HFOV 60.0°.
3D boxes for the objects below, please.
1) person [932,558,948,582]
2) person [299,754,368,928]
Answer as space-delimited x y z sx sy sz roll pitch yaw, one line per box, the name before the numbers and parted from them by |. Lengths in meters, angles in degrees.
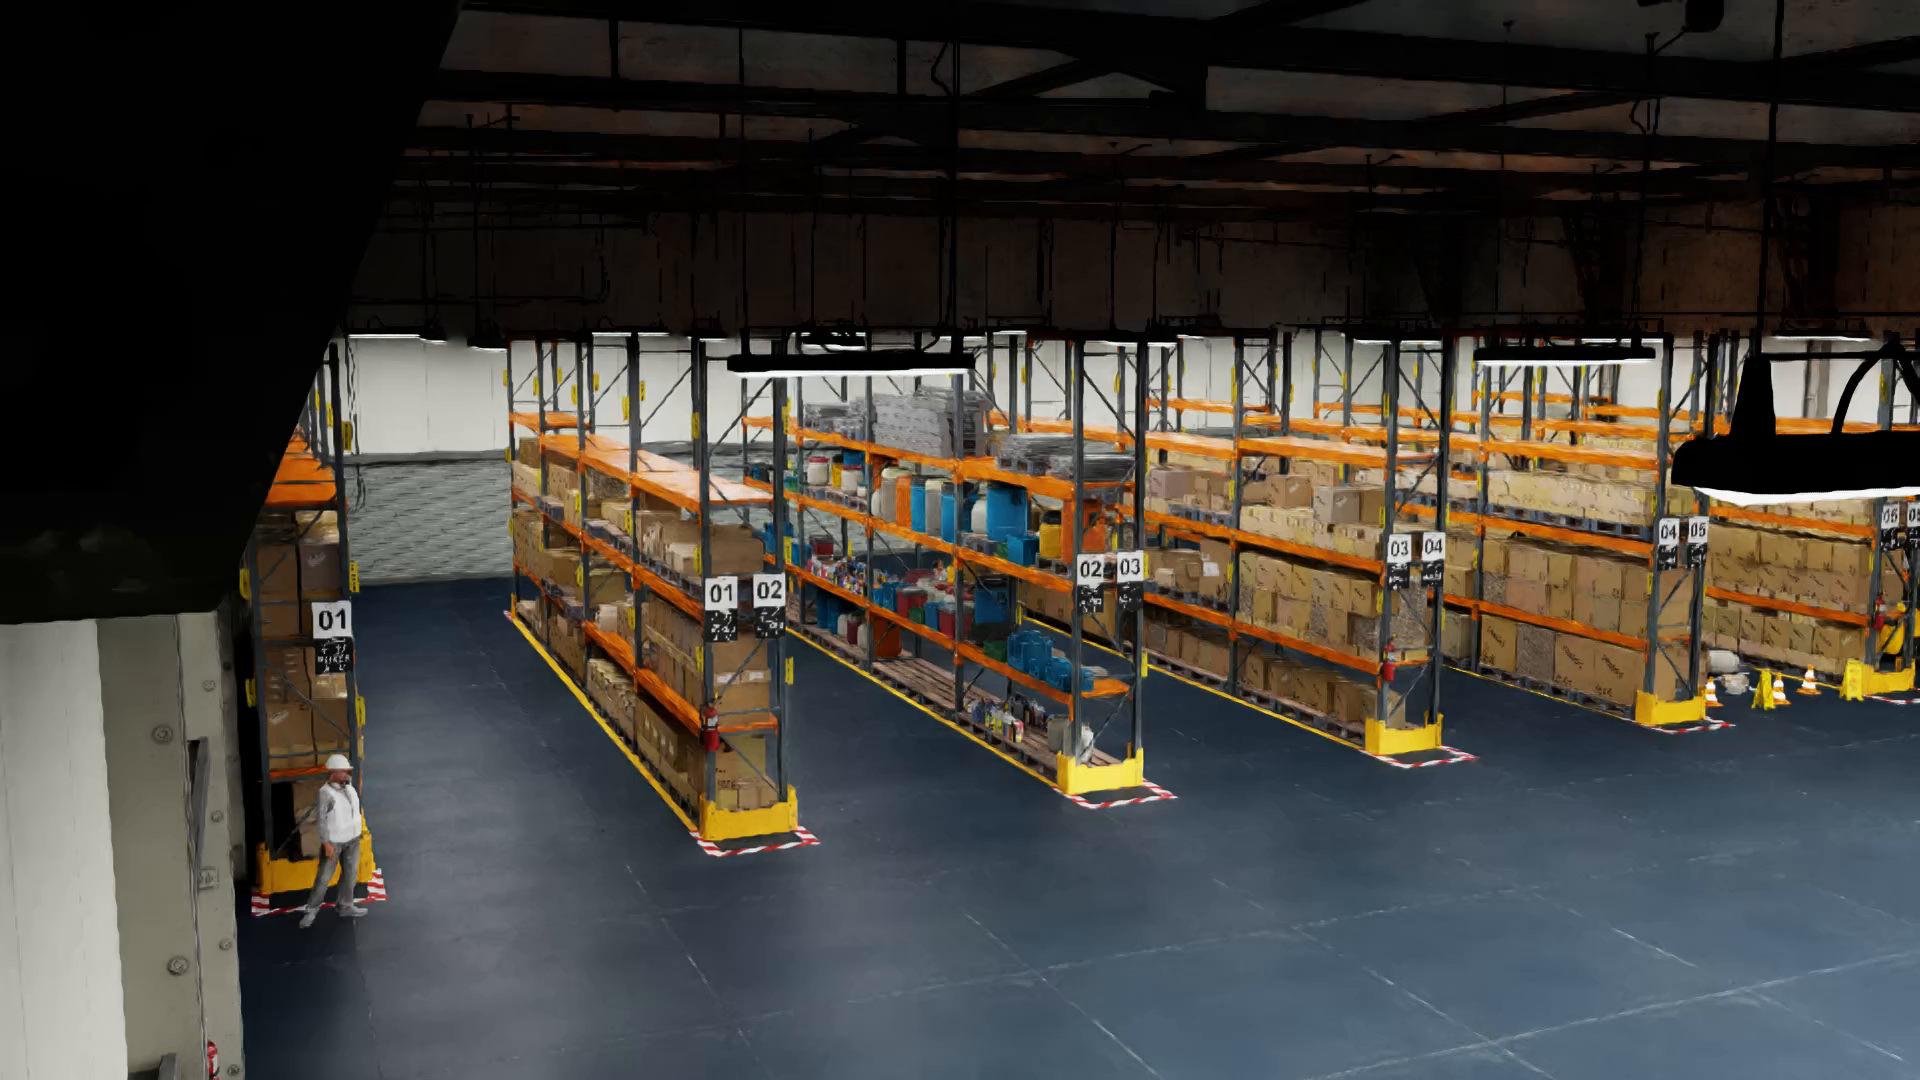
person | -0.428 1.093 32.962 0.417 1.525 1.034 -3 8 -24
person | -6.571 3.117 17.309 0.478 1.768 0.709 3 8 22
